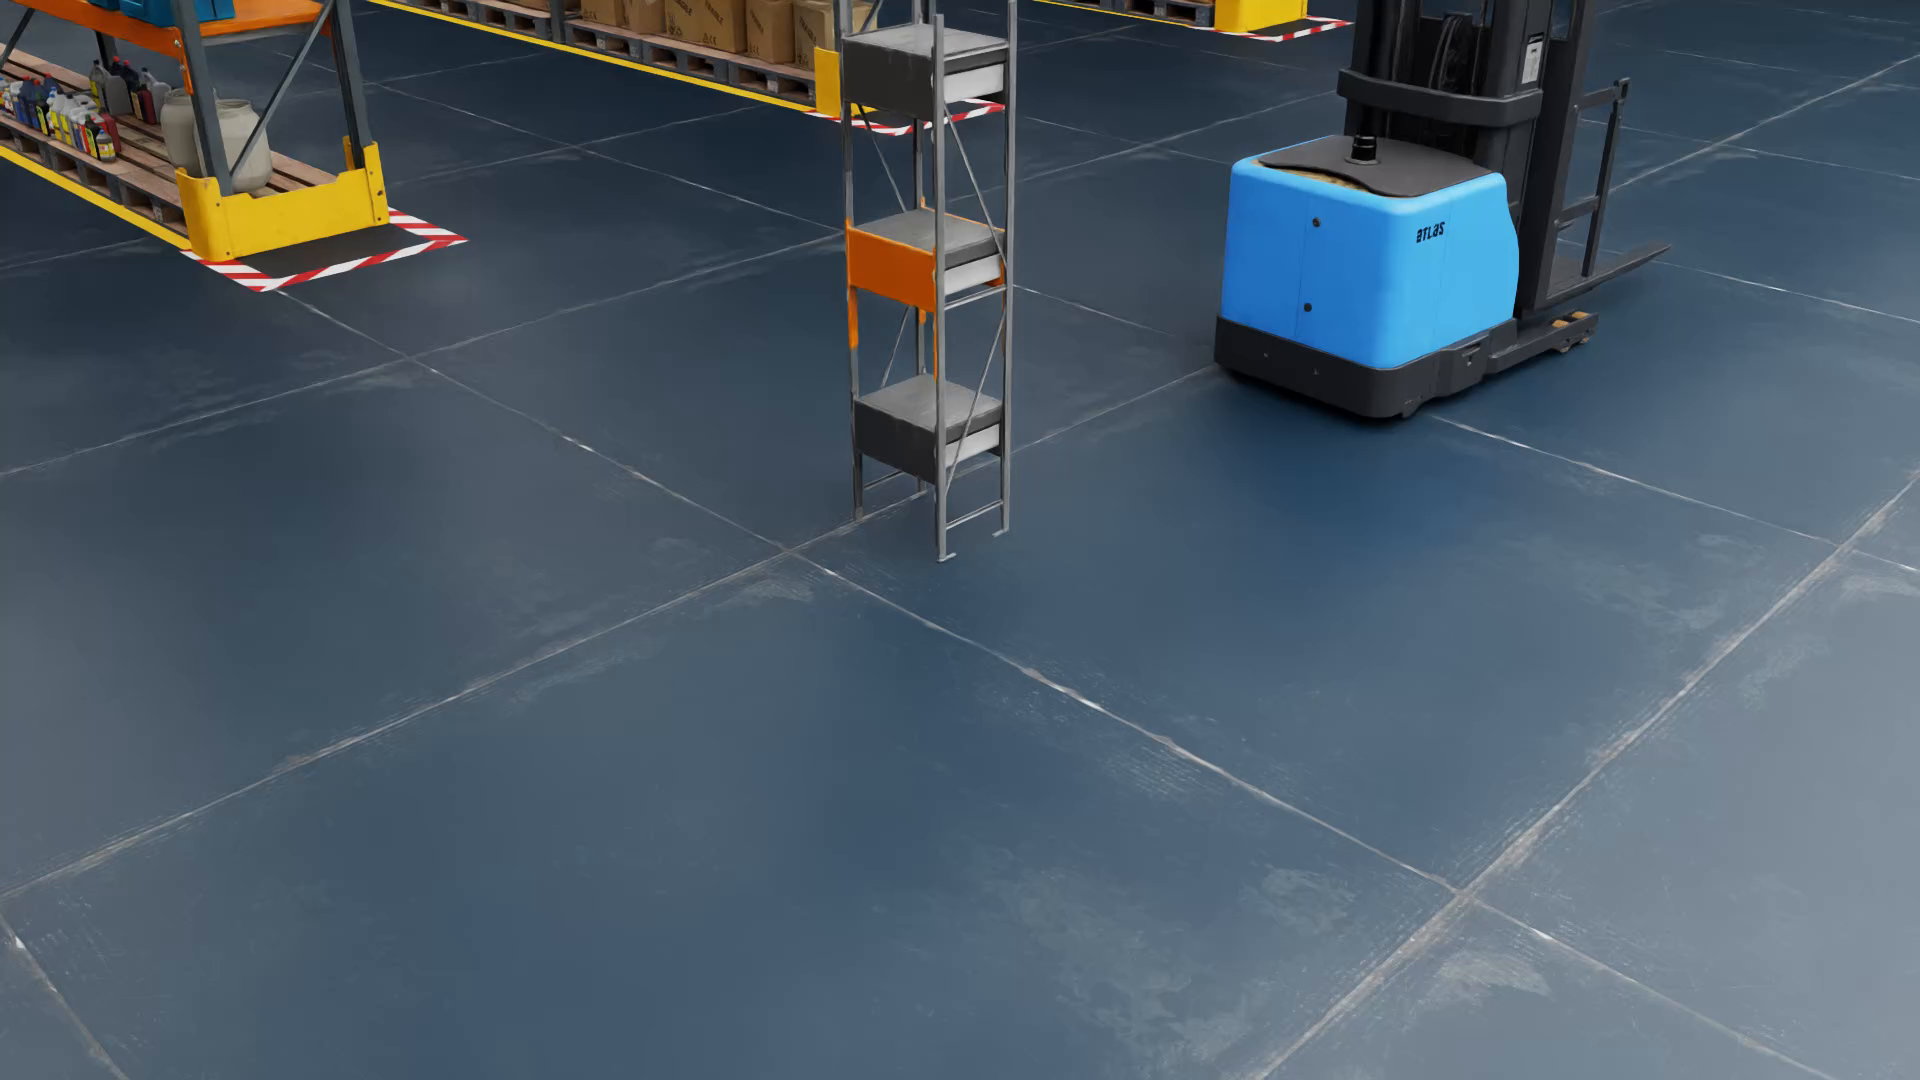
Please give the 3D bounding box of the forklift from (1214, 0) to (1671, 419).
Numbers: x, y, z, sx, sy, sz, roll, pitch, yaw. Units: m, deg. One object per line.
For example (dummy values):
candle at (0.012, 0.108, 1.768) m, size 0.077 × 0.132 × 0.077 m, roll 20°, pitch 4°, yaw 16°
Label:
forklift at (2.701, -2.426, 8.215) m, size 3.031 × 2.935 × 1.130 m, roll -23°, pitch 35°, yaw -36°

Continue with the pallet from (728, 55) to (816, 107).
pallet at (-1.192, -3.919, 13.977) m, size 1.213 × 0.211 × 1.003 m, roll 25°, pitch 36°, yaw 38°

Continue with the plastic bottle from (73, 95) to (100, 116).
plastic bottle at (-6.100, -2.959, 11.607) m, size 0.135 × 0.276 × 0.152 m, roll 25°, pitch 36°, yaw 38°

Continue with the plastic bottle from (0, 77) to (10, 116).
plastic bottle at (-6.988, -3.251, 12.169) m, size 0.097 × 0.271 × 0.097 m, roll 0°, pitch 28°, yaw 0°

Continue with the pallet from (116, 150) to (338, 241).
pallet at (-4.719, -2.250, 10.802) m, size 1.213 × 0.211 × 1.003 m, roll 25°, pitch 36°, yaw 38°

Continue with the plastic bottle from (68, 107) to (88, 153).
plastic bottle at (-5.932, -2.788, 11.283) m, size 0.135 × 0.276 × 0.152 m, roll 23°, pitch 36°, yaw 37°

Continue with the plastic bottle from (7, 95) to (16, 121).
plastic bottle at (-6.843, -3.154, 12.059) m, size 0.097 × 0.201 × 0.097 m, roll 0°, pitch 28°, yaw 0°

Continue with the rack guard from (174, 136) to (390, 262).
rack guard at (-4.143, -2.111, 10.228) m, size 0.348 × 0.500 × 1.175 m, roll 25°, pitch 36°, yaw 38°

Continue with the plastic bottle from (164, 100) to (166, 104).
plastic bottle at (-5.663, -3.103, 11.963) m, size 0.097 × 0.201 × 0.097 m, roll 0°, pitch 28°, yaw 0°

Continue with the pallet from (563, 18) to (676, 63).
pallet at (-2.932, -4.715, 15.491) m, size 1.213 × 0.211 × 1.003 m, roll 25°, pitch 36°, yaw 38°

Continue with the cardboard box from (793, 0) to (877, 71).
cardboard box at (-1.017, -4.141, 13.636) m, size 0.500 × 0.500 × 0.500 m, roll -18°, pitch 33°, yaw -30°

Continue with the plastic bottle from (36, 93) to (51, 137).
plastic bottle at (-6.400, -2.975, 11.632) m, size 0.061 × 0.283 × 0.133 m, roll -23°, pitch 36°, yaw -37°

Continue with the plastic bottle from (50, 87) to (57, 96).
plastic bottle at (-6.436, -3.092, 11.867) m, size 0.097 × 0.271 × 0.097 m, roll 0°, pitch 28°, yaw 0°

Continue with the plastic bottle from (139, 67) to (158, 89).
plastic bottle at (-5.880, -3.253, 12.087) m, size 0.185 × 0.351 × 0.144 m, roll 24°, pitch 36°, yaw 38°

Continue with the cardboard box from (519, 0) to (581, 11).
cardboard box at (-3.859, -5.453, 16.110) m, size 0.500 × 0.500 × 0.700 m, roll 21°, pitch 34°, yaw 35°

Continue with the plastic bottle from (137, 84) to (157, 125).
plastic bottle at (-5.841, -3.133, 11.932) m, size 0.133 × 0.283 × 0.061 m, roll 25°, pitch 36°, yaw 38°

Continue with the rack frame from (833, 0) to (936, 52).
rack frame at (-0.583, -4.852, 12.754) m, size 0.127 × 3.000 × 1.000 m, roll 25°, pitch 36°, yaw 38°

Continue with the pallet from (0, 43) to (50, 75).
pallet at (-8.370, -3.921, 13.979) m, size 1.213 × 0.211 × 1.003 m, roll 25°, pitch 36°, yaw 38°

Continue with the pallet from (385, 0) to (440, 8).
pallet at (-5.732, -5.973, 17.882) m, size 1.213 × 0.211 × 1.003 m, roll 25°, pitch 36°, yaw 38°

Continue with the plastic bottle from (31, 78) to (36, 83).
plastic bottle at (-6.664, -3.196, 12.050) m, size 0.133 × 0.283 × 0.061 m, roll 25°, pitch 36°, yaw 38°

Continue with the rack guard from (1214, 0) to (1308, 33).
rack guard at (2.983, -5.351, 16.389) m, size 0.348 × 0.500 × 1.175 m, roll 25°, pitch 36°, yaw 38°

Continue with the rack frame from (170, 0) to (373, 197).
rack frame at (-4.056, -3.208, 9.628) m, size 0.127 × 3.000 × 1.000 m, roll 25°, pitch 36°, yaw 38°

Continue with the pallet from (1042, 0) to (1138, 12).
pallet at (1.475, -5.864, 17.675) m, size 1.213 × 0.211 × 1.003 m, roll 25°, pitch 36°, yaw 38°

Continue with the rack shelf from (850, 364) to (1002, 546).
rack shelf at (-0.118, -0.352, 6.696) m, size 0.480 × 0.518 × 0.431 m, roll 25°, pitch 36°, yaw 38°

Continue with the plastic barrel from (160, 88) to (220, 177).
plastic barrel at (-4.936, -2.646, 10.781) m, size 0.421 × 0.512 × 0.421 m, roll 0°, pitch 28°, yaw 0°

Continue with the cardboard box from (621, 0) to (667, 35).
cardboard box at (-2.765, -4.908, 15.096) m, size 0.500 × 0.500 × 0.500 m, roll -13°, pitch 31°, yaw -24°

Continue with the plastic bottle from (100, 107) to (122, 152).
plastic bottle at (-5.759, -2.781, 11.262) m, size 0.133 × 0.283 × 0.061 m, roll 25°, pitch 36°, yaw 38°

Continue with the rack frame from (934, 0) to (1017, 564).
rack frame at (0.056, -0.904, 6.213) m, size 0.015 × 2.100 × 0.400 m, roll 25°, pitch 36°, yaw 38°

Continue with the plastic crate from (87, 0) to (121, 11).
plastic crate at (-5.082, -3.420, 10.191) m, size 0.408 × 0.251 × 0.499 m, roll 25°, pitch 36°, yaw 38°

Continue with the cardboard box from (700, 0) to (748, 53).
cardboard box at (-1.900, -4.535, 14.386) m, size 0.500 × 0.500 × 0.500 m, roll -21°, pitch 34°, yaw -35°

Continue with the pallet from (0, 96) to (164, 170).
pallet at (-6.459, -3.046, 12.316) m, size 1.213 × 0.211 × 1.003 m, roll 25°, pitch 36°, yaw 38°

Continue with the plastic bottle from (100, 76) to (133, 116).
plastic bottle at (-6.196, -3.268, 12.196) m, size 0.135 × 0.276 × 0.152 m, roll 25°, pitch 36°, yaw 38°

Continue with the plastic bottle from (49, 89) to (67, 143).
plastic bottle at (-6.186, -2.934, 11.481) m, size 0.185 × 0.351 × 0.144 m, roll 24°, pitch 36°, yaw 38°

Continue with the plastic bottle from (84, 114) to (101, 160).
plastic bottle at (-5.769, -2.687, 11.082) m, size 0.061 × 0.283 × 0.133 m, roll -24°, pitch 36°, yaw -38°

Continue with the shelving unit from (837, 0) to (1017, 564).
shelving unit at (-0.118, -0.983, 6.364) m, size 0.503 × 2.100 × 0.431 m, roll 25°, pitch 36°, yaw 38°

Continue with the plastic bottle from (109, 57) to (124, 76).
plastic bottle at (-6.247, -3.421, 12.407) m, size 0.185 × 0.351 × 0.144 m, roll 23°, pitch 36°, yaw 37°

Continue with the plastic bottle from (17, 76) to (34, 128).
plastic bottle at (-6.624, -3.135, 11.862) m, size 0.144 × 0.351 × 0.185 m, roll -24°, pitch 36°, yaw -38°
